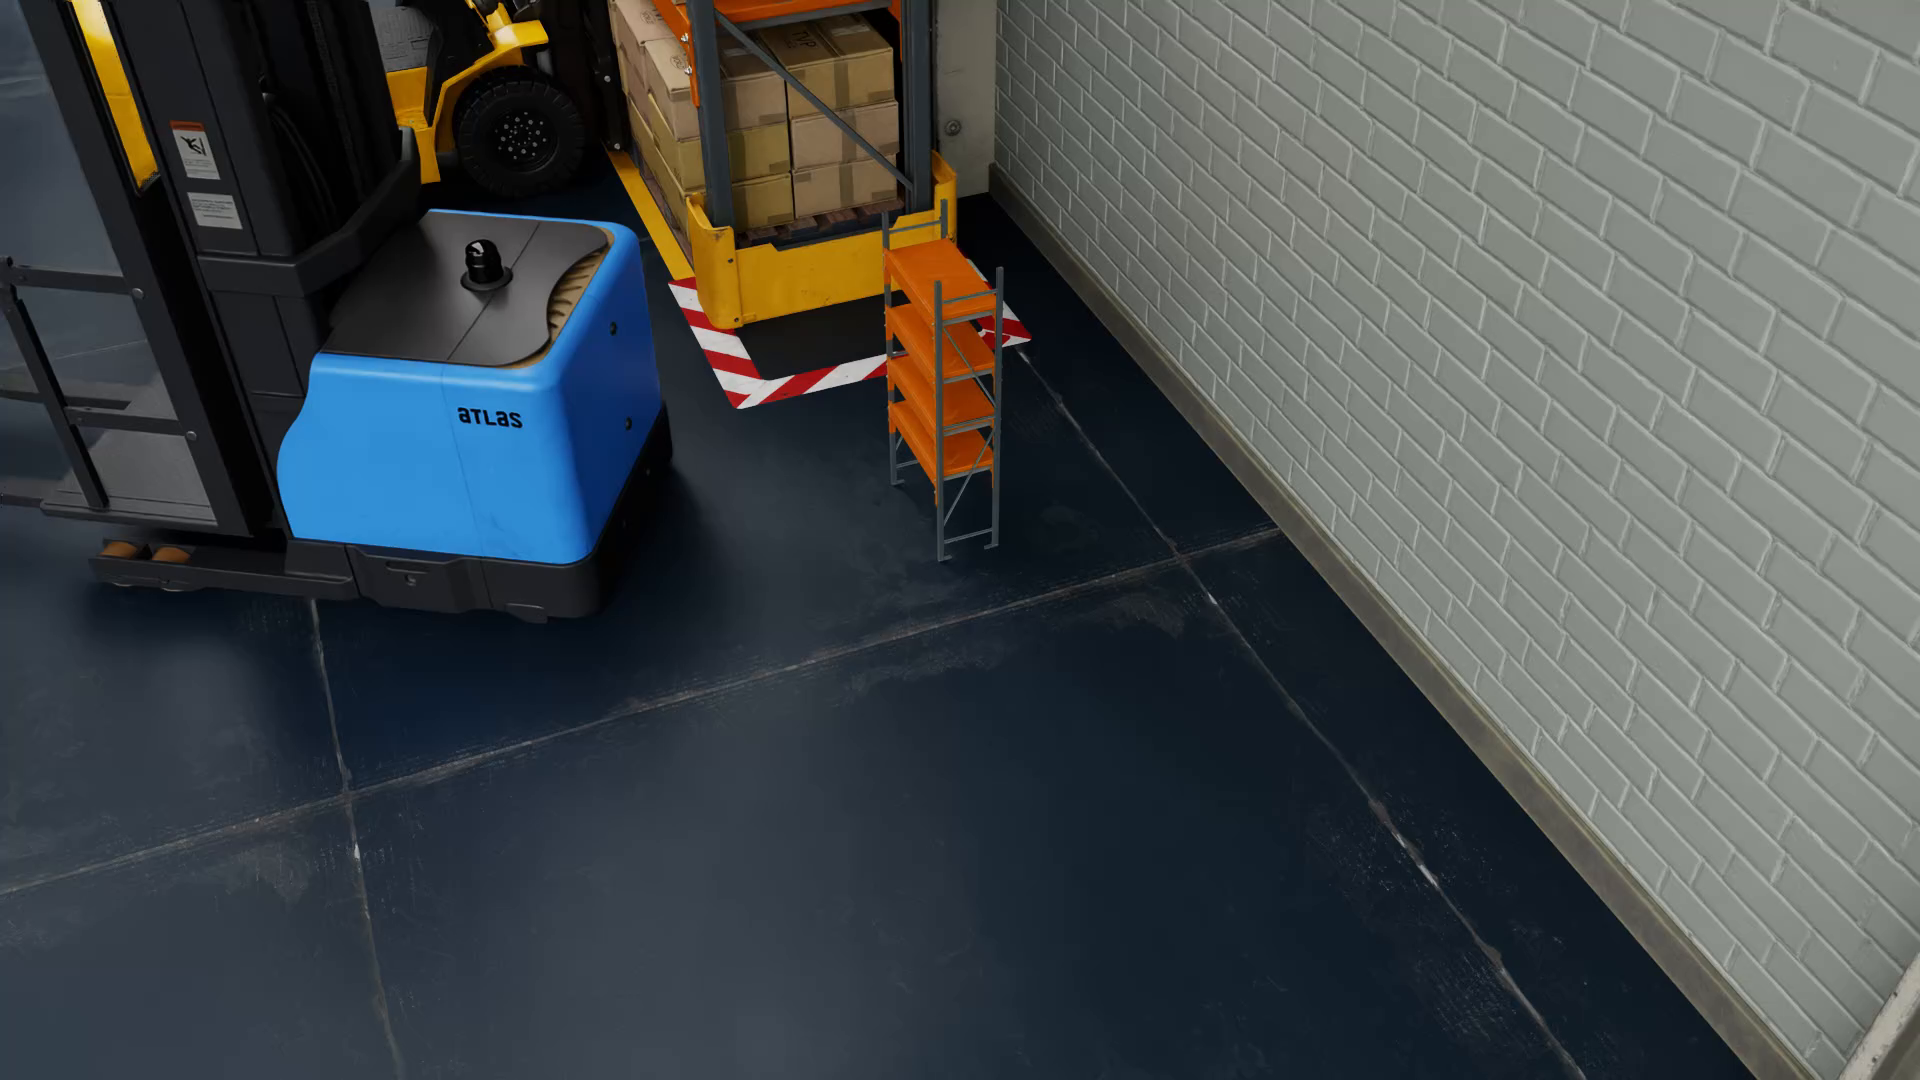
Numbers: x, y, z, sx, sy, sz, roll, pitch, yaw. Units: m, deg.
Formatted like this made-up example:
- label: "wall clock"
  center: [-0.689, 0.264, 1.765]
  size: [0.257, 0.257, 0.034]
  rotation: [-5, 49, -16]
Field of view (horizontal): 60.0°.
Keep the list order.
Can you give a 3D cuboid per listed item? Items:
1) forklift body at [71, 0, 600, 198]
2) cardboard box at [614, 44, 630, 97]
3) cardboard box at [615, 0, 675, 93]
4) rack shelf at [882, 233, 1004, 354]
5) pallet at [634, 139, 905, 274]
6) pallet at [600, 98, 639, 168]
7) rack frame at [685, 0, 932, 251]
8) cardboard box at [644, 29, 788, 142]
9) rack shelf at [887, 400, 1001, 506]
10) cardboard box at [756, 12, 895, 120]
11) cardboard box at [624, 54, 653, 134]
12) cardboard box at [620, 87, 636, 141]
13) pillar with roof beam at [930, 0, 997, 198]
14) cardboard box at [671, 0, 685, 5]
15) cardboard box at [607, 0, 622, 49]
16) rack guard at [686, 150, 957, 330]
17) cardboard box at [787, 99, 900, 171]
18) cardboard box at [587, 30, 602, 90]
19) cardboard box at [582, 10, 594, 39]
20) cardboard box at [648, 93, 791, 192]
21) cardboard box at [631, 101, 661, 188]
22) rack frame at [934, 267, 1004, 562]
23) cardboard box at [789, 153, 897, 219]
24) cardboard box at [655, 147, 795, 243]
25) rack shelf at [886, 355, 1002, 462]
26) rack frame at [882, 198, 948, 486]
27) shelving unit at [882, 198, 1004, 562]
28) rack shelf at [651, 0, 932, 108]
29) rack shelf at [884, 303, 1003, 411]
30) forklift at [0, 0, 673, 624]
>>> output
- label: "forklift body"
  center: [-3.020, -2.681, 7.718]
  size: [2.313, 2.155, 1.214]
  rotation: [-15, 43, -17]
- label: "cardboard box"
  center: [-1.483, -2.447, 8.199]
  size: [0.500, 0.250, 0.500]
  rotation: [-16, 43, -18]
- label: "cardboard box"
  center: [-1.274, -2.317, 7.664]
  size: [0.500, 0.250, 0.500]
  rotation: [-14, 43, -16]
- label: "rack shelf"
  center: [-0.063, -0.853, 5.719]
  size: [0.258, 0.148, 0.480]
  rotation: [-15, 43, -17]
- label: "pallet"
  center: [-0.940, -1.708, 8.075]
  size: [1.003, 0.211, 1.213]
  rotation: [-15, 43, -17]
- label: "pallet"
  center: [-1.403, -2.442, 8.928]
  size: [1.003, 0.211, 1.213]
  rotation: [-15, 43, -17]
- label: "rack frame"
  center: [-0.609, -2.315, 6.642]
  size: [1.000, 3.000, 0.127]
  rotation: [-15, 43, -17]
- label: "cardboard box"
  center: [-1.073, -2.011, 7.308]
  size: [0.500, 0.250, 0.500]
  rotation: [-14, 43, -15]
- label: "rack shelf"
  center: [-0.063, -0.353, 6.148]
  size: [0.258, 0.148, 0.480]
  rotation: [-15, 43, -17]
- label: "cardboard box"
  center: [-0.618, -2.148, 7.467]
  size: [0.500, 0.250, 0.500]
  rotation: [-16, 43, -18]
- label: "cardboard box"
  center: [-1.266, -2.142, 7.843]
  size: [0.500, 0.250, 0.500]
  rotation: [-16, 43, -17]
- label: "cardboard box"
  center: [-1.445, -2.242, 8.343]
  size: [0.500, 0.250, 0.500]
  rotation: [-15, 43, -16]
- label: "pillar with roof beam"
  center: [-4.020, -4.160, 4.186]
  size: [9.100, 9.000, 0.400]
  rotation: [-15, 43, -17]
- label: "cardboard box"
  center: [-1.040, -2.584, 6.878]
  size: [0.500, 0.500, 0.500]
  rotation: [-16, 43, -18]
- label: "cardboard box"
  center: [-1.476, -2.618, 8.014]
  size: [0.500, 0.250, 0.500]
  rotation: [-15, 43, -16]
- label: "rack guard"
  center: [-0.600, -1.353, 7.440]
  size: [1.175, 0.500, 0.348]
  rotation: [-15, 43, -17]
- label: "cardboard box"
  center: [-0.597, -1.957, 7.628]
  size: [0.500, 0.250, 0.500]
  rotation: [-14, 43, -16]
- label: "cardboard box"
  center: [-1.665, -2.549, 8.701]
  size: [0.500, 0.250, 0.500]
  rotation: [-14, 43, -16]
- label: "cardboard box"
  center: [-1.671, -2.750, 8.550]
  size: [0.500, 0.250, 0.500]
  rotation: [-15, 43, -17]
- label: "cardboard box"
  center: [-1.084, -1.837, 7.489]
  size: [0.500, 0.250, 0.500]
  rotation: [-16, 43, -17]
- label: "cardboard box"
  center: [-1.262, -1.938, 7.990]
  size: [0.500, 0.250, 0.500]
  rotation: [-15, 43, -17]
- label: "rack frame"
  center: [0.030, -0.408, 5.804]
  size: [0.240, 1.200, 0.015]
  rotation: [-15, 43, -17]
- label: "cardboard box"
  center: [-0.616, -1.777, 7.802]
  size: [0.500, 0.250, 0.500]
  rotation: [-15, 43, -17]
- label: "cardboard box"
  center: [-1.081, -1.636, 7.639]
  size: [0.500, 0.250, 0.500]
  rotation: [-15, 43, -17]
- label: "rack shelf"
  center: [-0.063, -0.504, 6.019]
  size: [0.258, 0.148, 0.480]
  rotation: [-15, 43, -17]
- label: "rack frame"
  center: [-0.157, -0.702, 6.146]
  size: [0.240, 1.200, 0.015]
  rotation: [-15, 43, -17]
- label: "shelving unit"
  center: [-0.063, -0.555, 5.975]
  size: [0.258, 1.200, 0.503]
  rotation: [-15, 43, -17]
- label: "rack shelf"
  center: [-1.374, -3.247, 8.277]
  size: [1.077, 0.370, 4.000]
  rotation: [-15, 43, -17]
- label: "rack shelf"
  center: [-0.063, -0.673, 5.873]
  size: [0.258, 0.148, 0.480]
  rotation: [-15, 43, -17]
- label: "forklift"
  center: [-2.688, -1.257, 5.464]
  size: [3.031, 2.935, 1.130]
  rotation: [6, 41, 6]
